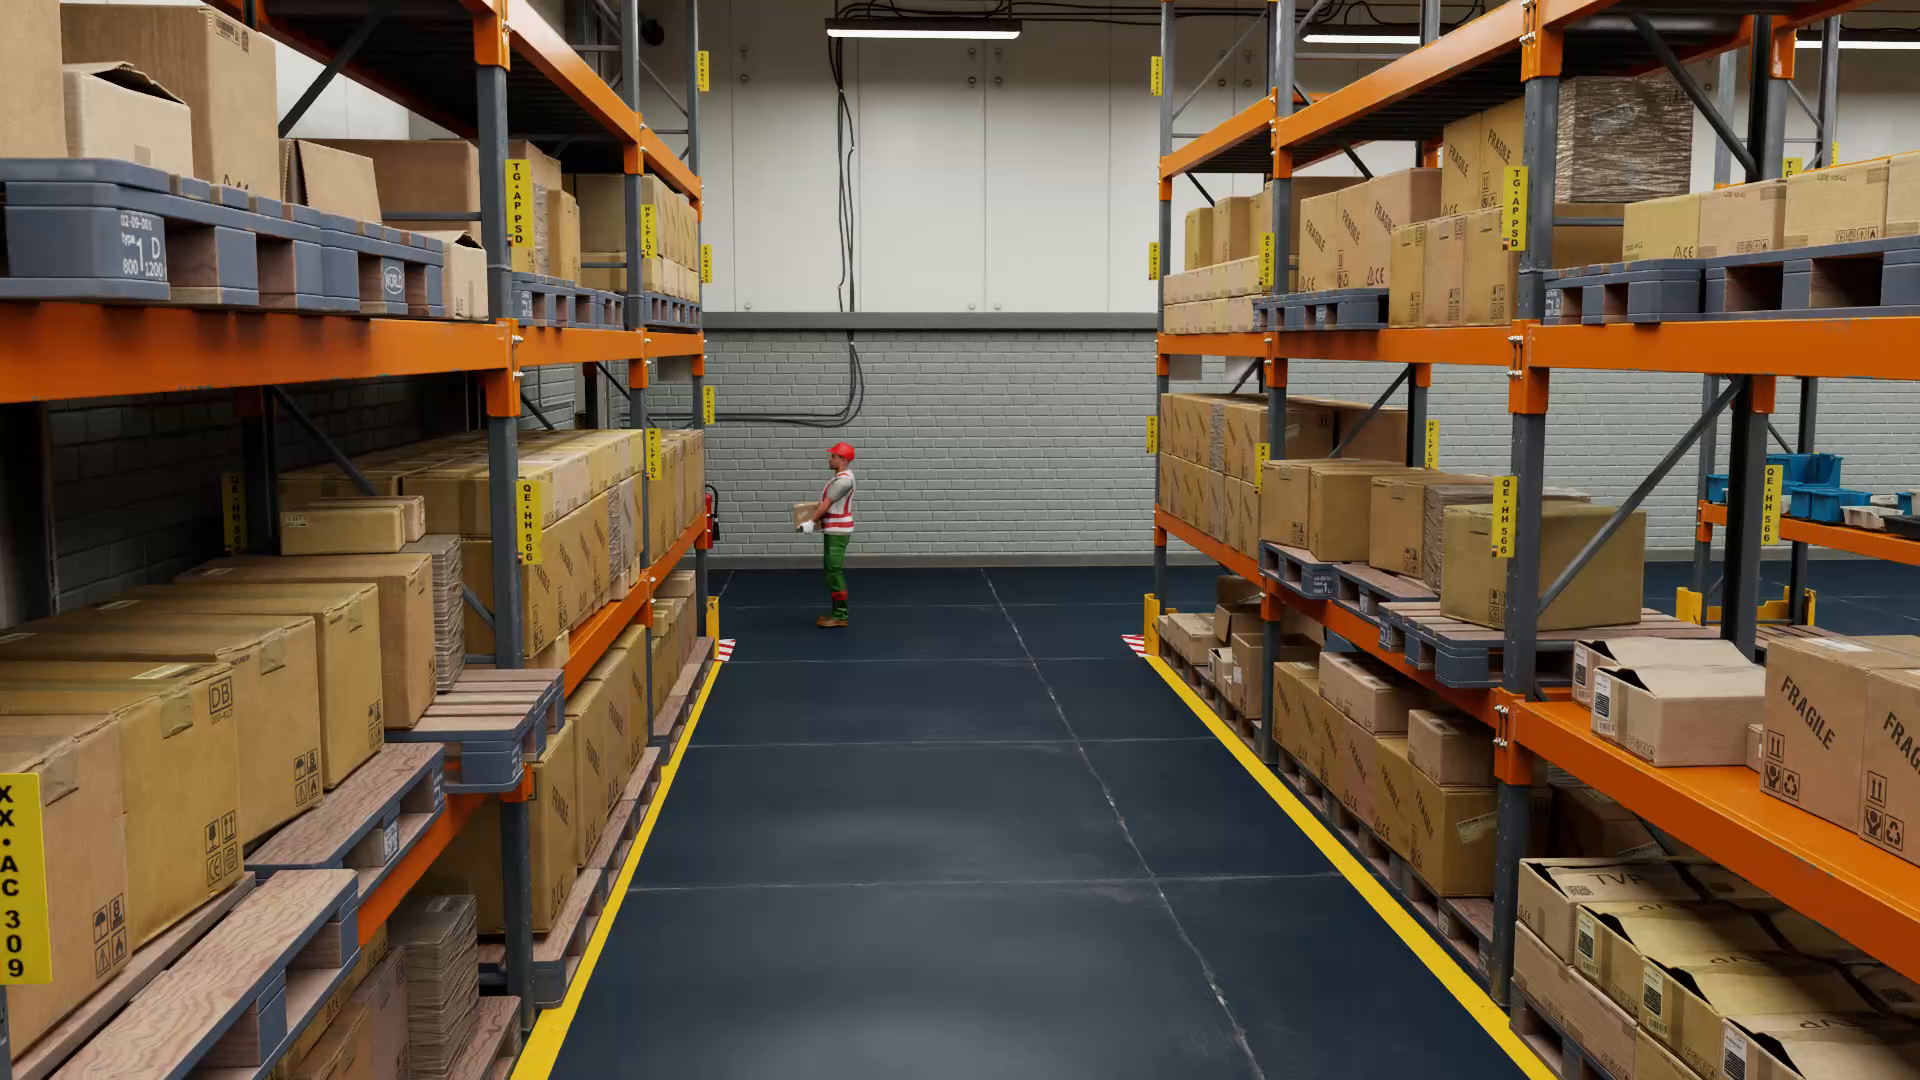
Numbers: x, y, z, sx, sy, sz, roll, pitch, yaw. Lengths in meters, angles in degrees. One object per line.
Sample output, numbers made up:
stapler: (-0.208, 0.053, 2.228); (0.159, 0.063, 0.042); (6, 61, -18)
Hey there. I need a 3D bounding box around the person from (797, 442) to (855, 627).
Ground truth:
person: (-1.295, -0.055, 16.126); (0.561, 1.782, 0.494); (0, 7, -3)
